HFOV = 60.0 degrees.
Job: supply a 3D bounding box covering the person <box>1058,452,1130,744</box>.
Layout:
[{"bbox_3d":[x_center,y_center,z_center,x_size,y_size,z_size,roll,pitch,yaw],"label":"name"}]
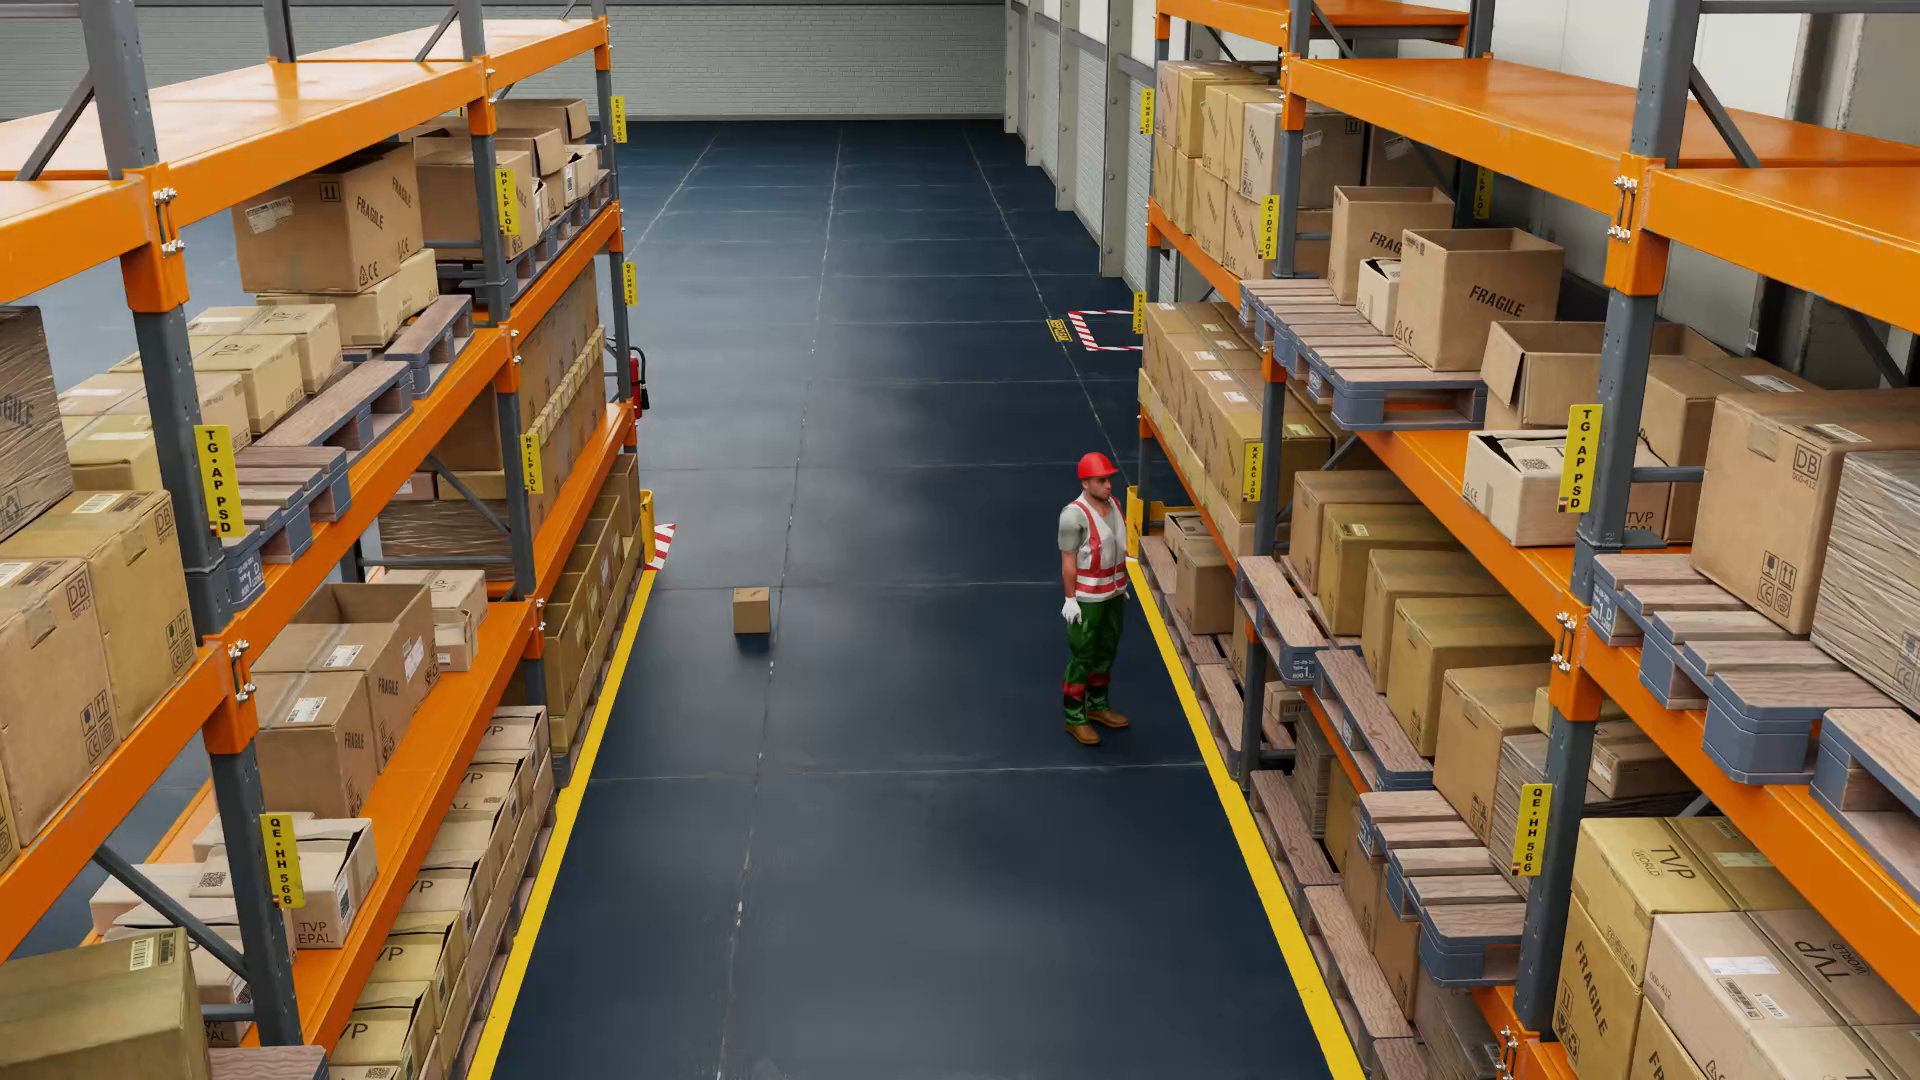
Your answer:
[{"bbox_3d":[0.841,0.336,10.120,0.370,1.796,0.546,18,27,40],"label":"person"}]
